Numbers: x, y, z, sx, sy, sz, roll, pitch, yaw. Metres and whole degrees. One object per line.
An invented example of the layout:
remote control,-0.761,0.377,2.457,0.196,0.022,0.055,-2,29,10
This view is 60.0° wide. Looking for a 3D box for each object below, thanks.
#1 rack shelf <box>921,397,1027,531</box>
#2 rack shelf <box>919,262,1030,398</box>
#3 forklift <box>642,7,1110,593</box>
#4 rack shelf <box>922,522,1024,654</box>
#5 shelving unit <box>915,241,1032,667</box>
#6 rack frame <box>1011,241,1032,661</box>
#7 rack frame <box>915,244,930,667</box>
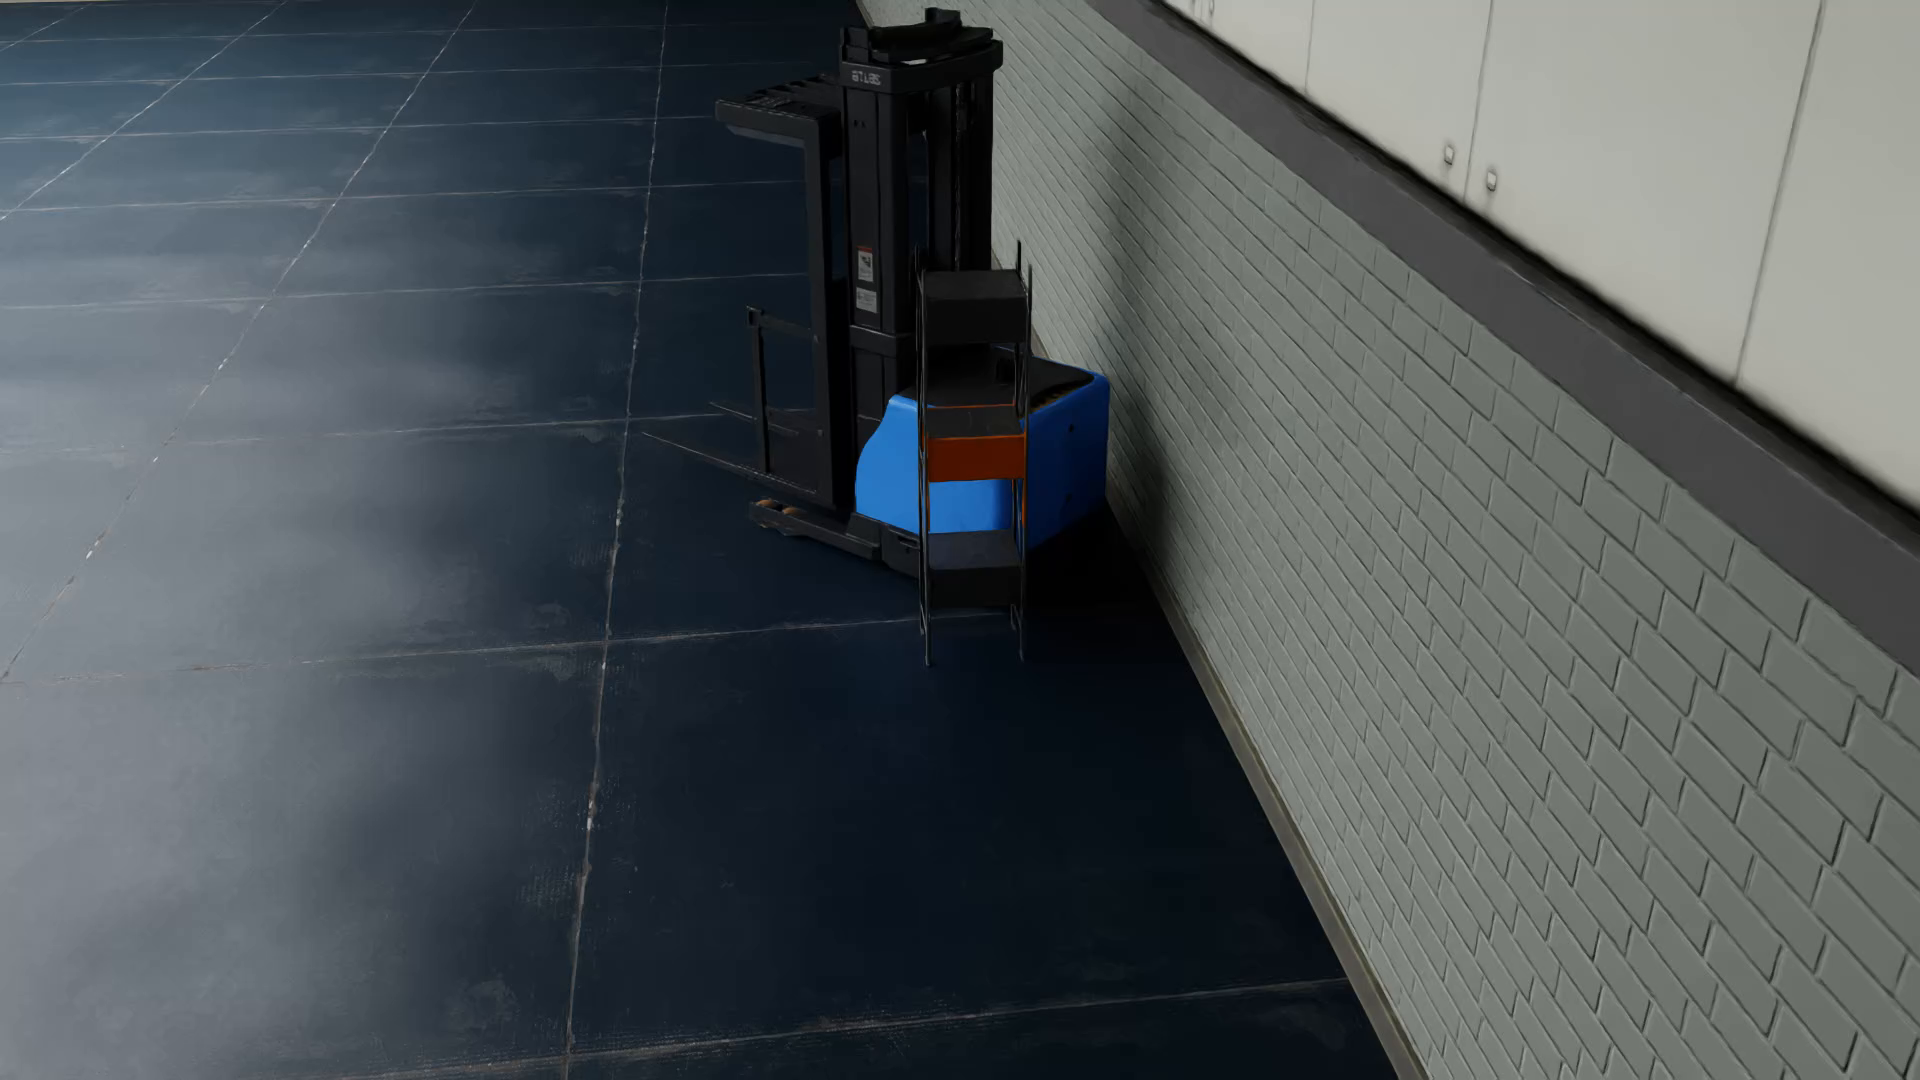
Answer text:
rack shelf,0.059,-0.378,8.217,0.480,0.518,0.431,-3,27,-6
rack shelf,0.059,-1.001,7.897,0.480,0.518,0.431,-3,27,-6
forklift,-0.632,-1.495,9.453,3.031,2.935,1.130,19,33,33
rack shelf,0.059,0.245,8.536,0.480,0.518,0.431,-3,27,-6
shelving unit,0.059,-0.390,8.211,0.503,2.100,0.431,-3,27,-6
rack frame,0.302,-0.402,8.234,0.015,2.100,0.400,-3,27,-6
rack frame,-0.183,-0.378,8.187,0.015,2.100,0.400,-3,27,-6
